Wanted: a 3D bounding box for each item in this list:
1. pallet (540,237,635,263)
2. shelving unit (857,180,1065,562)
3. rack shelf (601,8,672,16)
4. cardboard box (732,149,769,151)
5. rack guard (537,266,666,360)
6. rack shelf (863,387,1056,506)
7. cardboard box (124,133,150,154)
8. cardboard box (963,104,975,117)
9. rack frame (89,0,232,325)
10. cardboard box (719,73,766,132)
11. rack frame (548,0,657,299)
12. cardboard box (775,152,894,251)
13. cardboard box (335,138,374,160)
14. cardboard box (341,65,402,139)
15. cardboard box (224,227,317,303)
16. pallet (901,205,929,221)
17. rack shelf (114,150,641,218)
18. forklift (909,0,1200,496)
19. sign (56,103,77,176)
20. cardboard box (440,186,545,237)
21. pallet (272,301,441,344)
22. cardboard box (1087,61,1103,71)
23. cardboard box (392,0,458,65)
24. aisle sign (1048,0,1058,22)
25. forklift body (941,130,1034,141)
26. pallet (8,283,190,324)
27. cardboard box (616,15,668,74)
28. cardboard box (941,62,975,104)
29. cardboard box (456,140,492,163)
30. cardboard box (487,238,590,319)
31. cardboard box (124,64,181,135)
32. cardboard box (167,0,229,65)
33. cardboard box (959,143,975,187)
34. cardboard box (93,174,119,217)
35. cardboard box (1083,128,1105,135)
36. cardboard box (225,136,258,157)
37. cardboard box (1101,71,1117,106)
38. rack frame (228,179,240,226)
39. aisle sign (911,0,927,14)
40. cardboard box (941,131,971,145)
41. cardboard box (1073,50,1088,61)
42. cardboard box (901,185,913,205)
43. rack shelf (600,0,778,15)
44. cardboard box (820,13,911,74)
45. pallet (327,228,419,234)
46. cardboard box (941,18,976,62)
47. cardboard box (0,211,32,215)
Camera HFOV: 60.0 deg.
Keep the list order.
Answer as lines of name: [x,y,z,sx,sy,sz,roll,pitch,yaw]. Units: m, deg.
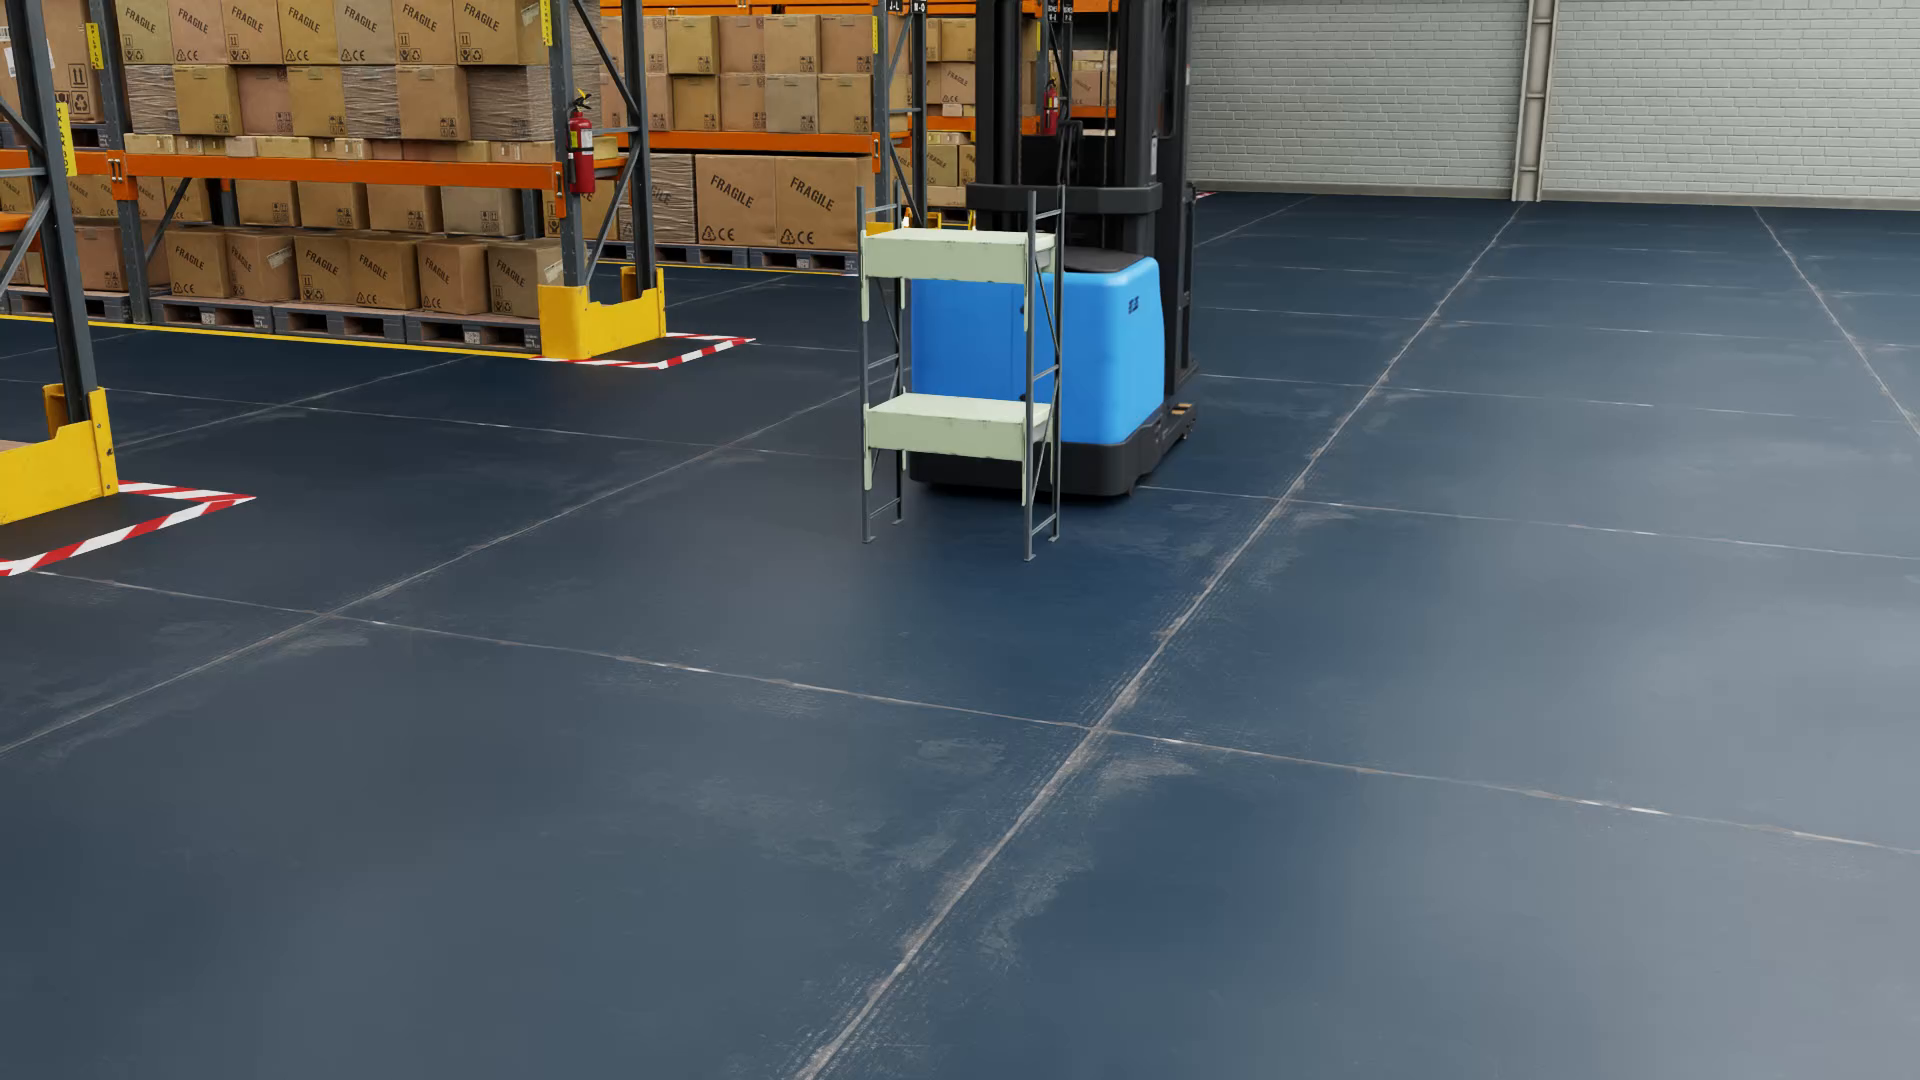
pallet: [-3.608,-3.081,17.408,1.213,0.211,1.003,6,17,21]
shelving unit: [0.006,-0.720,6.962,0.755,1.500,0.431,6,17,21]
rack shelf: [-6.328,-8.809,28.047,4.000,0.370,1.077,6,17,21]
cardboard box: [-3.282,-6.439,27.478,0.625,0.625,0.875,7,18,22]
rack guard: [-2.551,-1.640,11.928,0.348,0.500,1.175,6,17,21]
rack shelf: [0.006,-0.406,7.053,0.720,0.370,0.431,6,17,21]
cardboard box: [-6.111,-3.022,12.653,0.250,0.149,0.380,6,17,21]
cardboard box: [0.223,-5.294,20.481,0.250,0.149,0.380,6,17,20]
rack frame: [-6.201,-3.242,12.962,0.127,3.000,1.000,6,17,21]
cardboard box: [-1.922,-4.348,16.501,0.550,0.550,0.875,6,17,21]
rack frame: [-2.480,-2.833,11.552,0.127,3.000,1.000,6,17,21]
cardboard box: [-1.221,-3.343,16.366,0.875,0.875,0.875,6,17,21]
cardboard box: [-4.255,-2.814,11.938,0.250,0.149,0.380,6,17,21]
cardboard box: [-3.940,-3.170,11.999,0.500,0.500,0.875,6,17,21]
cardboard box: [-5.308,-2.136,12.880,0.500,0.500,0.500,13,21,38]
pallet: [-0.788,-4.289,21.571,1.213,0.211,1.003,6,17,21]
rack shelf: [-4.340,-2.692,12.358,4.000,0.370,1.077,6,17,21]
forklift: [0.686,-1.977,8.727,1.130,2.935,3.031,5,17,17]
sign: [-4.091,-1.824,7.579,0.005,0.325,0.100,6,17,21]
cardboard box: [-4.897,-3.680,17.751,0.750,0.750,1.050,6,17,20]
pallet: [-4.424,-1.719,12.717,1.213,0.211,1.003,6,17,21]
cardboard box: [2.081,-7.074,24.819,0.250,0.149,0.380,7,17,22]
cardboard box: [-3.549,-3.546,11.502,0.500,0.500,0.500,6,17,21]
aisle sign: [1.108,-6.570,19.762,0.004,0.787,0.394,6,17,21]
forklift body: [0.541,-6.004,23.998,1.214,2.155,2.313,6,17,21]
pallet: [-6.926,-1.982,13.624,1.213,0.211,1.003,6,17,21]
cardboard box: [-2.950,-4.945,16.622,0.550,0.550,0.875,6,17,21]
cardboard box: [0.086,-5.631,20.476,0.500,0.500,0.500,6,17,21]
cardboard box: [-3.304,-2.726,11.634,0.250,0.149,0.380,6,17,21]
cardboard box: [-3.055,-1.903,12.077,0.500,0.500,0.500,10,19,31]
cardboard box: [-5.805,-3.371,12.693,0.500,0.500,0.875,6,17,21]
cardboard box: [-5.410,-3.751,12.207,0.500,0.500,0.500,6,17,21]
cardboard box: [0.315,-4.659,20.675,0.500,0.500,0.500,6,17,21]
cardboard box: [-9.696,-4.032,19.413,0.500,0.500,0.500,5,17,18]
cardboard box: [1.954,-6.069,25.085,0.500,0.250,0.500,7,17,22]
cardboard box: [-5.187,-2.915,12.285,0.250,0.149,0.380,6,17,21]
cardboard box: [2.420,-6.721,24.766,0.500,0.500,0.500,6,17,19]
rack frame: [-8.008,-4.928,18.767,0.127,3.000,1.000,6,17,21]
aisle sign: [-0.390,-5.428,15.829,0.004,0.787,0.394,6,17,21]
cardboard box: [-0.051,-4.991,20.654,0.250,0.149,0.380,7,18,22]
cardboard box: [1.865,-7.257,24.915,0.250,0.149,0.380,6,17,21]
cardboard box: [-0.662,-4.405,21.144,0.500,0.250,0.500,6,17,19]
rack shelf: [-4.425,-7.112,22.202,4.000,0.370,1.077,6,17,21]
cardboard box: [-0.897,-4.748,15.942,0.550,0.550,0.875,6,17,21]
pallet: [-6.171,-3.363,18.379,1.213,0.211,1.003,6,17,21]
cardboard box: [0.133,-6.124,20.381,0.500,0.500,0.700,6,17,21]
cardboard box: [-8.241,-2.489,14.063,0.500,0.500,0.700,8,18,25]
